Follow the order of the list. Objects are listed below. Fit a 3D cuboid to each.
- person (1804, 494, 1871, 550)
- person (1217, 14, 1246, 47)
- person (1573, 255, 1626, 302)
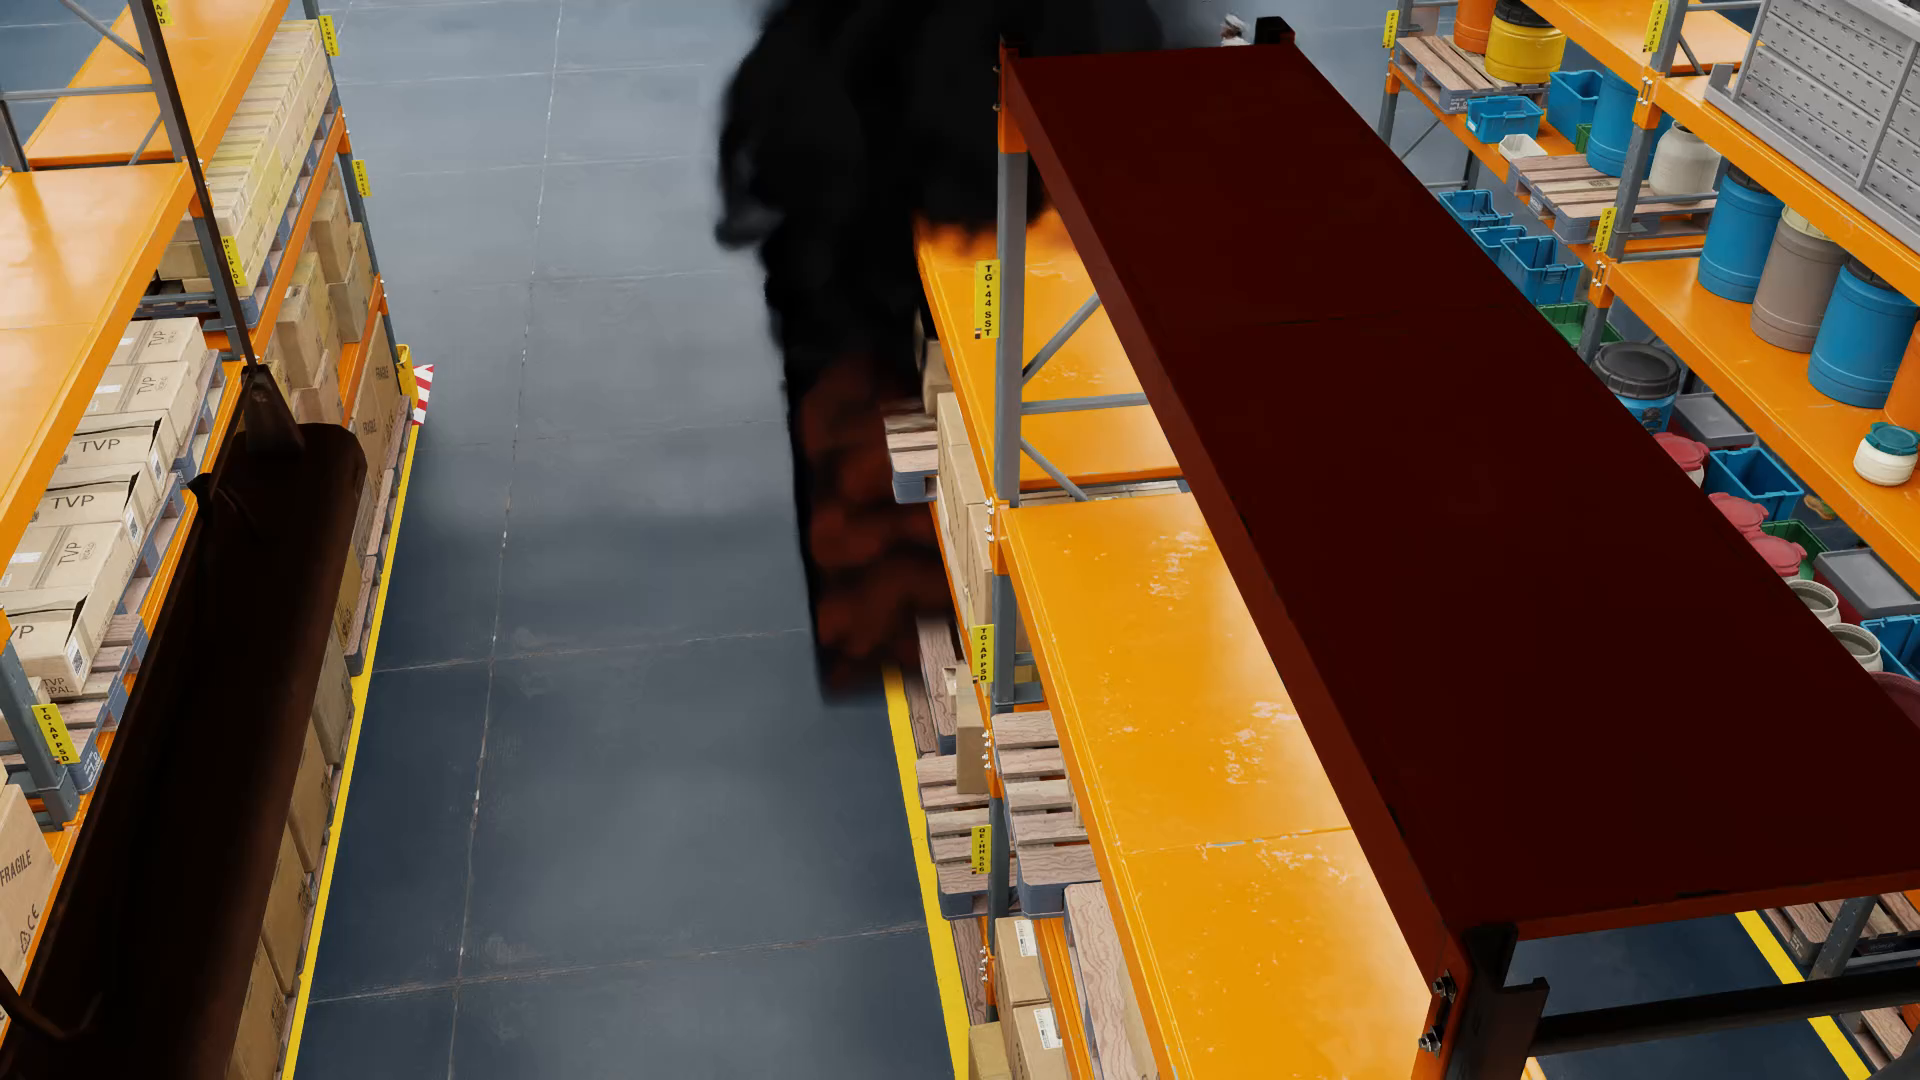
[{"bbox_3d":[6.881,-0.760,12.492,0.667,1.798,0.897,-9,37,-12],"label":"person"},{"bbox_3d":[3.025,-5.177,19.041,0.921,1.678,0.574,9,37,13],"label":"person"},{"bbox_3d":[5.836,-2.505,14.990,0.609,1.633,0.536,-8,37,-10],"label":"person"}]
